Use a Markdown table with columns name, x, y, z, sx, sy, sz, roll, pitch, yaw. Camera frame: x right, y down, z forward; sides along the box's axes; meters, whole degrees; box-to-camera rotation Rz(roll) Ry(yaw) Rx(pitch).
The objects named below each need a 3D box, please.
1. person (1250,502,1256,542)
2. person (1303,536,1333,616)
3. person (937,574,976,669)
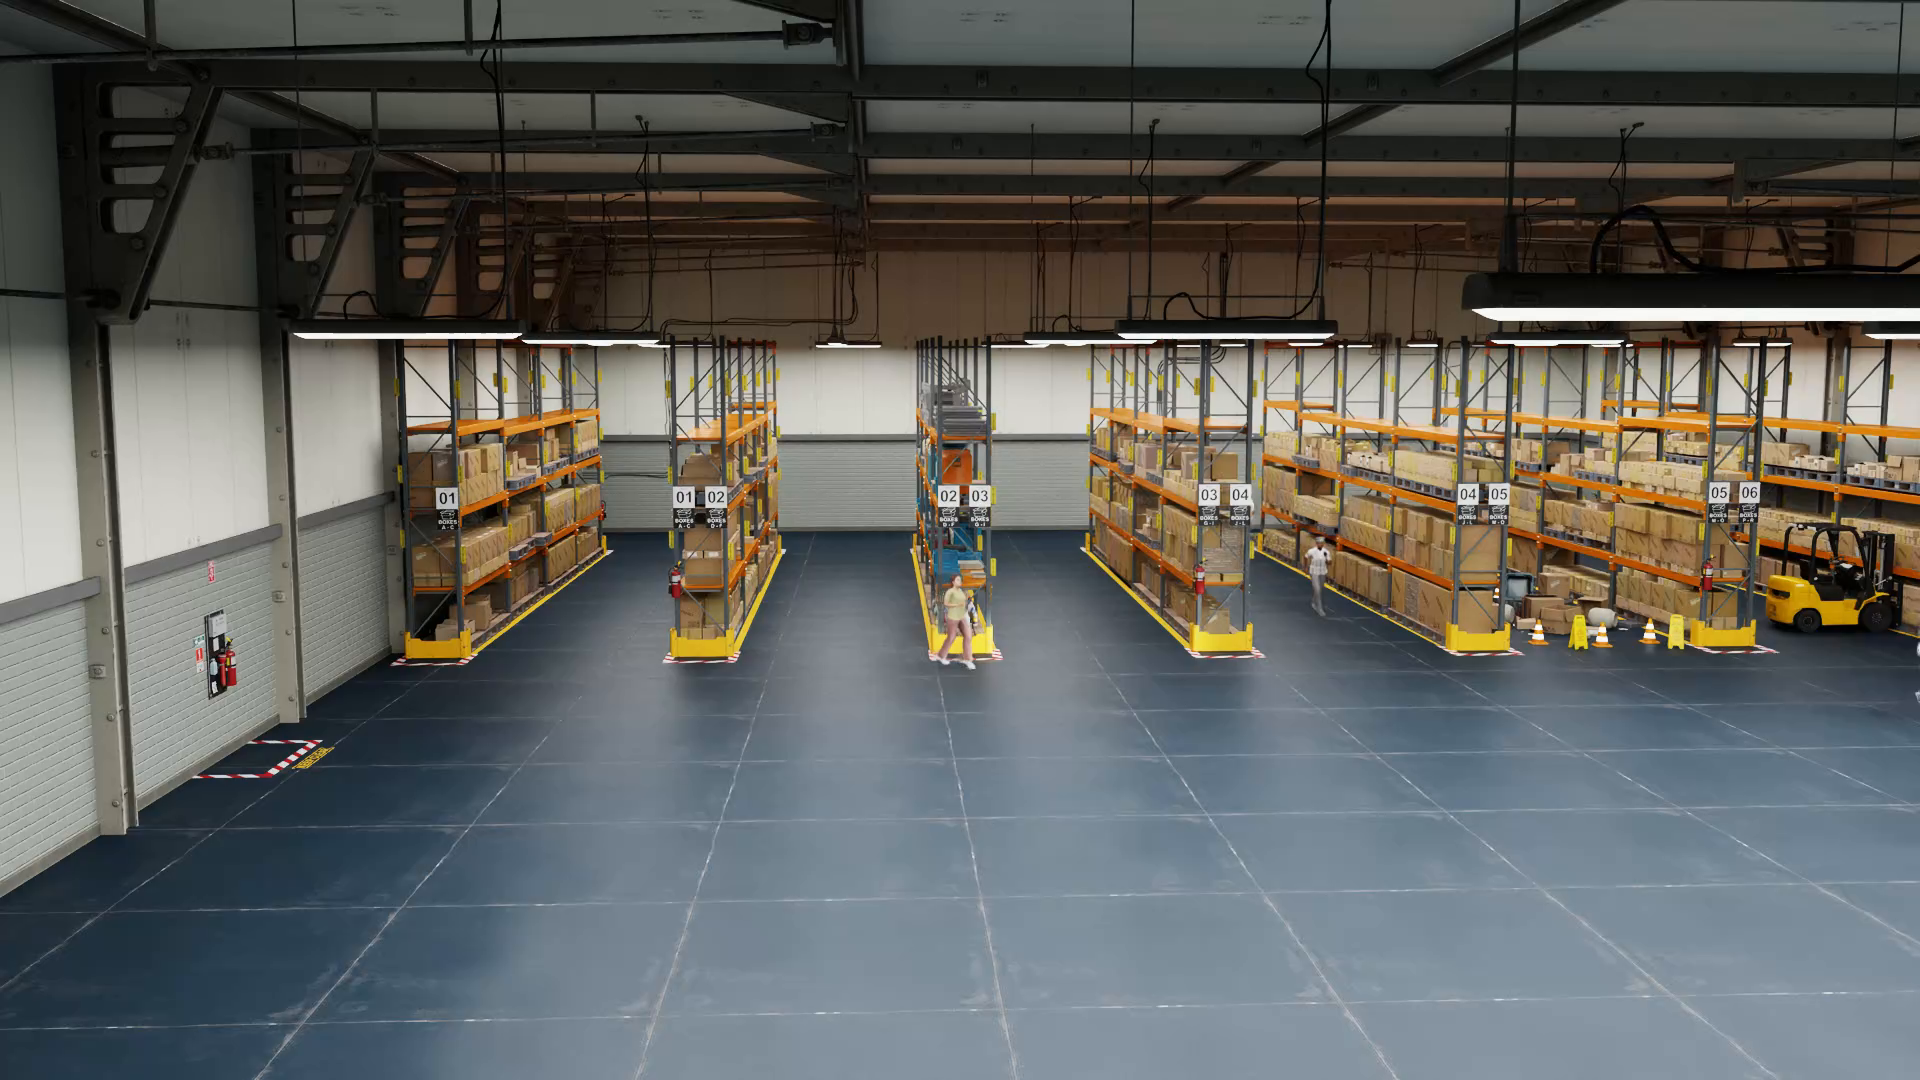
| name | x | y | z | sx | sy | sz | roll | pitch | yaw |
| --- | --- | --- | --- | --- | --- | --- | --- | --- | --- |
| person | 8.365 | -0.597 | 48.642 | 0.630 | 1.609 | 0.652 | -2 | 7 | -21 |
| person | 7.788 | 0.750 | 36.192 | 0.549 | 1.697 | 0.933 | -1 | 7 | -8 |
| person | -0.075 | 1.465 | 30.095 | 0.793 | 1.710 | 0.580 | 6 | 9 | 41 |
